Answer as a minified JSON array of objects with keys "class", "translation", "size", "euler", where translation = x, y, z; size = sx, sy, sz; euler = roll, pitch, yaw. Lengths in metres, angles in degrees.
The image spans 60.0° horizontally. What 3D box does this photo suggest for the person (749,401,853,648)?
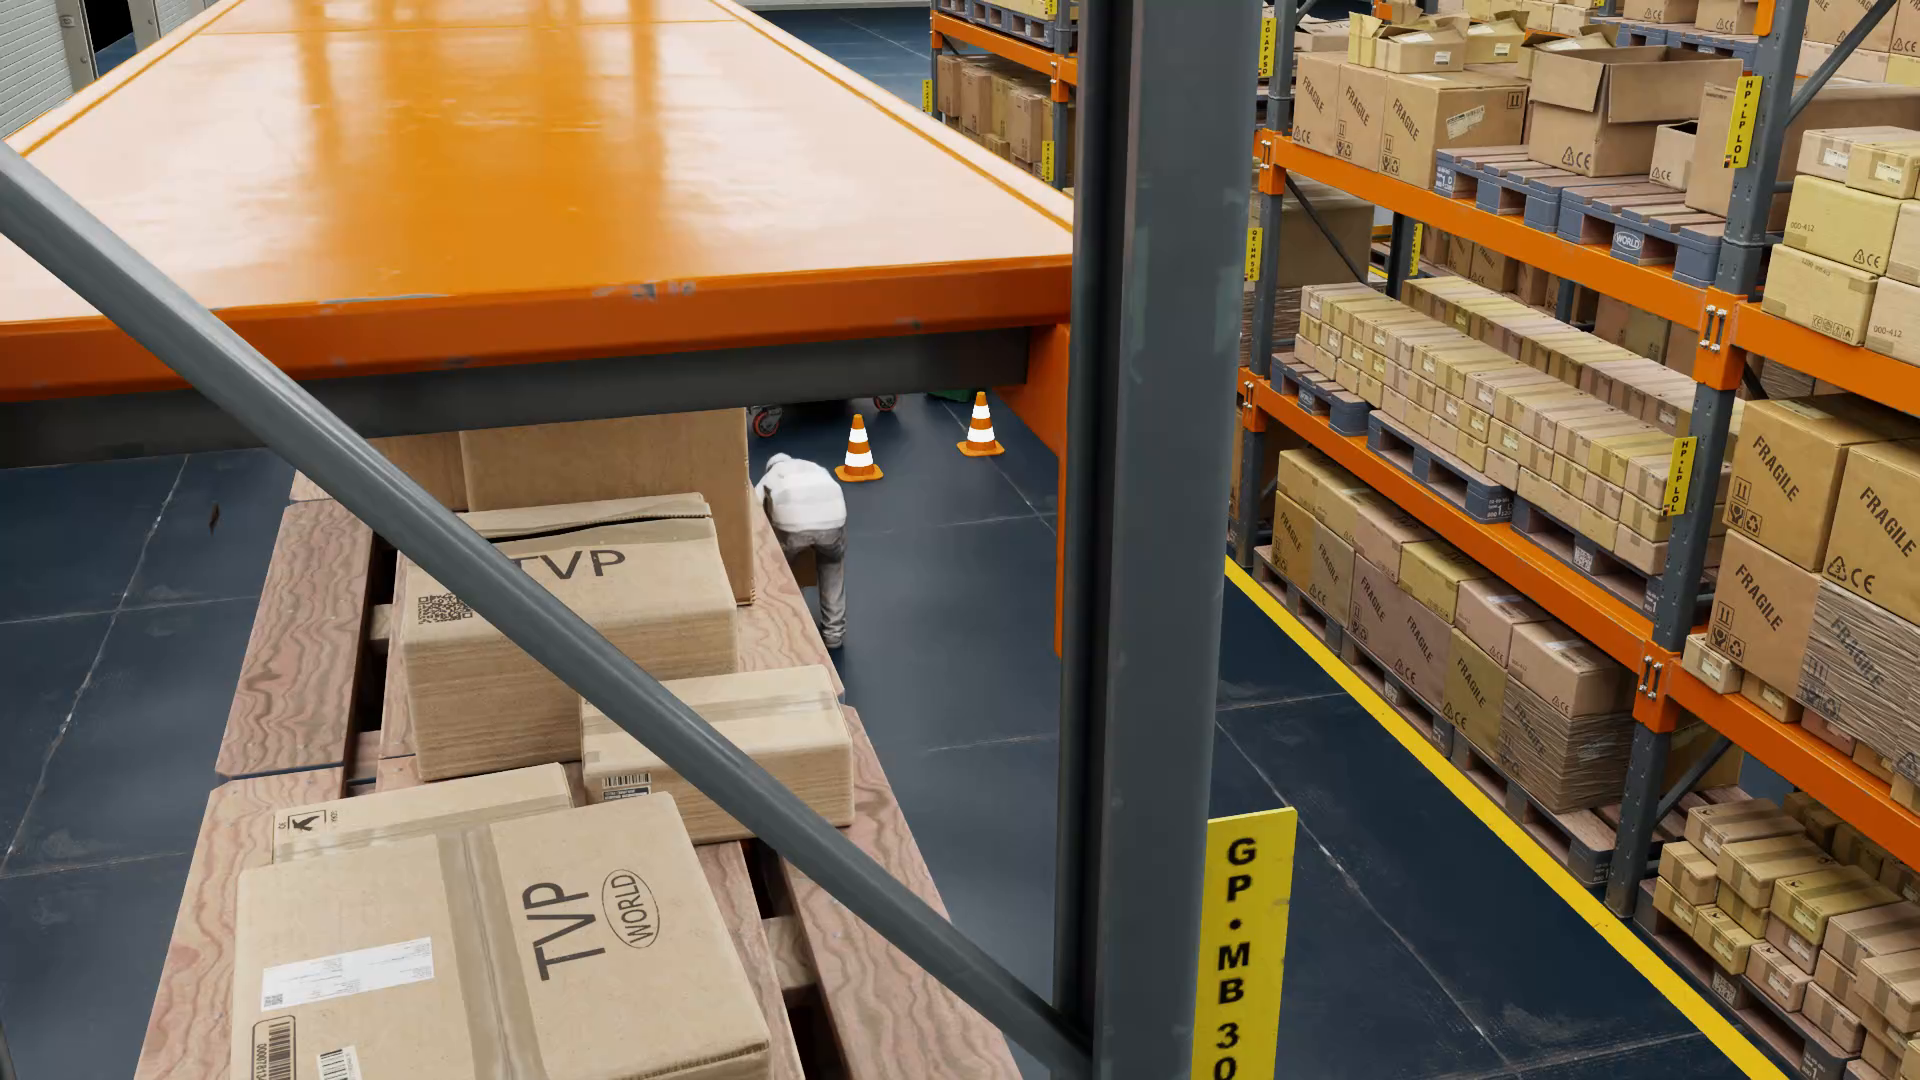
[{"class":"person","translation":[-0.913,-0.199,9.559],"size":[0.616,1.771,0.452],"euler":[-7,24,-17]}]
